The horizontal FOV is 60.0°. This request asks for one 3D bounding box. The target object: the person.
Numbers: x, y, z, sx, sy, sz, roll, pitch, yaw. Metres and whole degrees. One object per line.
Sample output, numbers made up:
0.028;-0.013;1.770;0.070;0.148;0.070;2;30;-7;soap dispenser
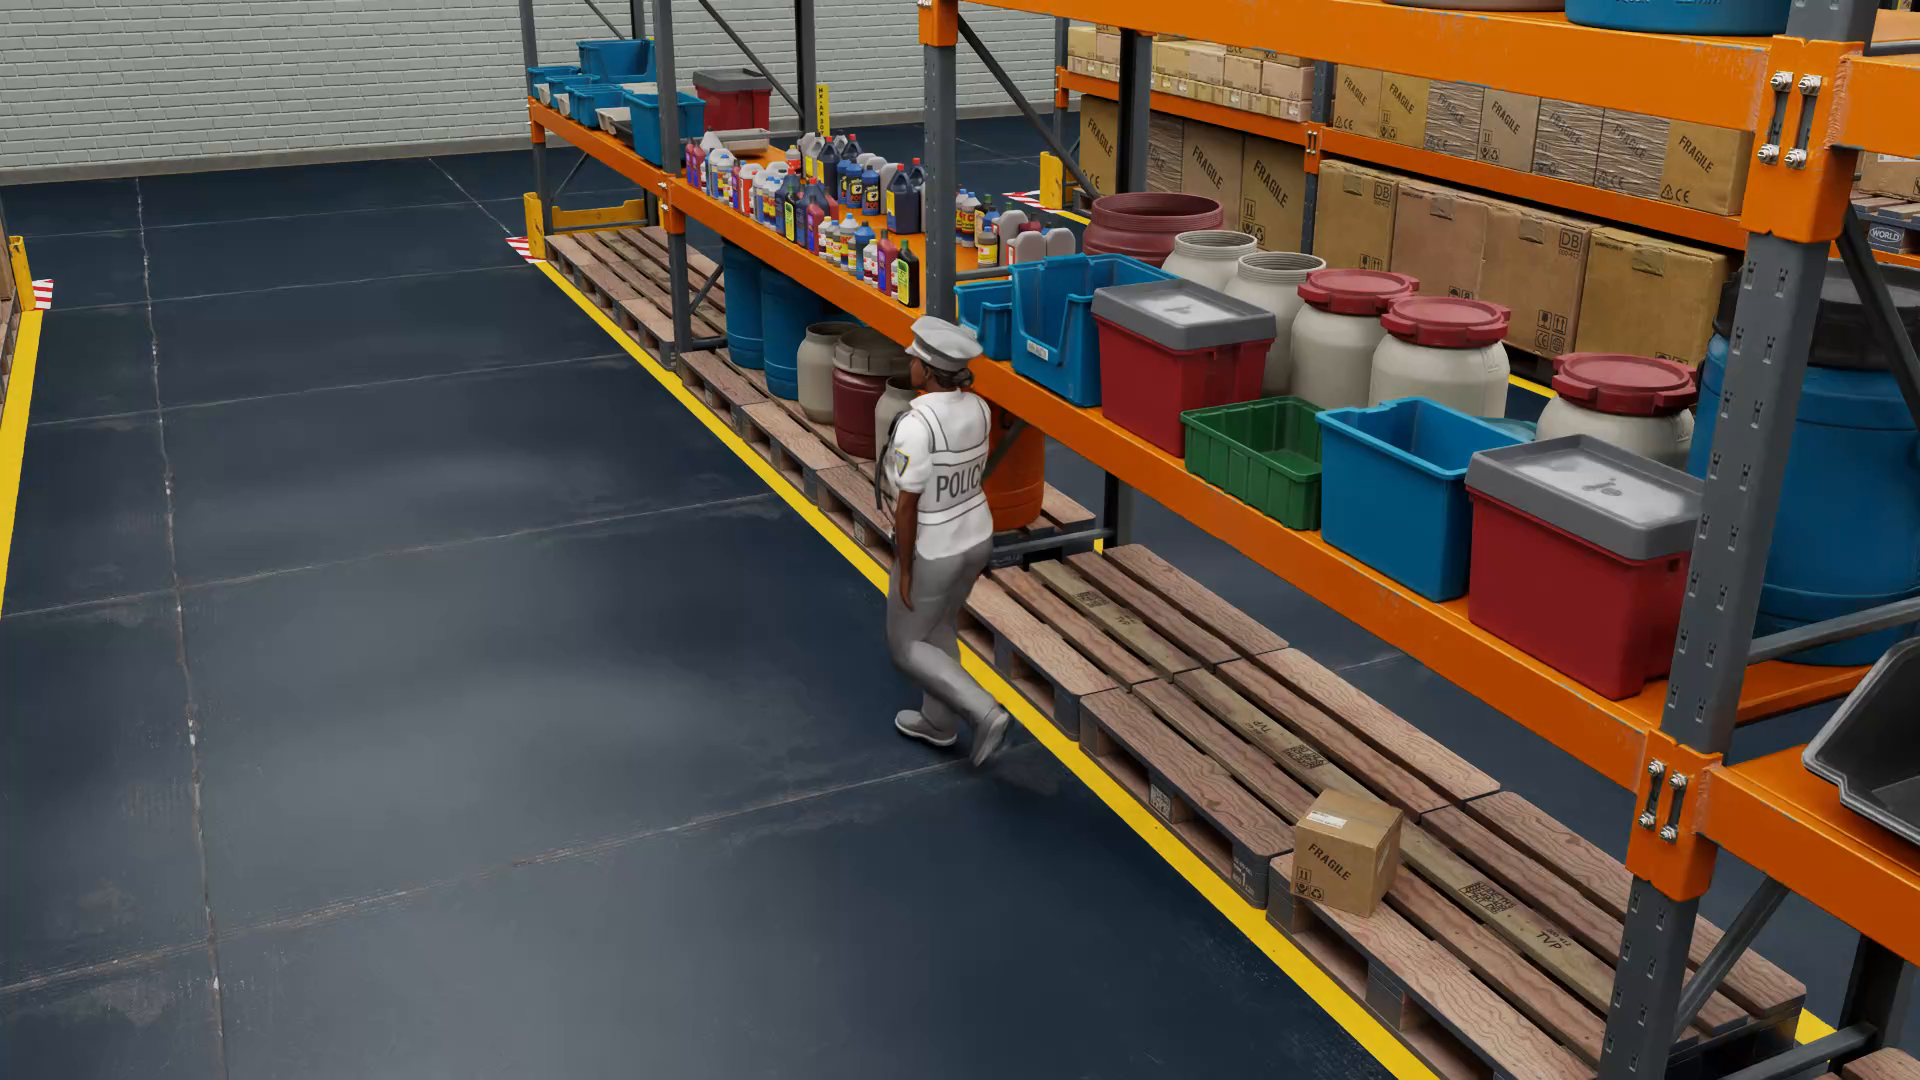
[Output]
-0.047;0.035;5.941;0.627;1.669;0.457;18;28;37;person
